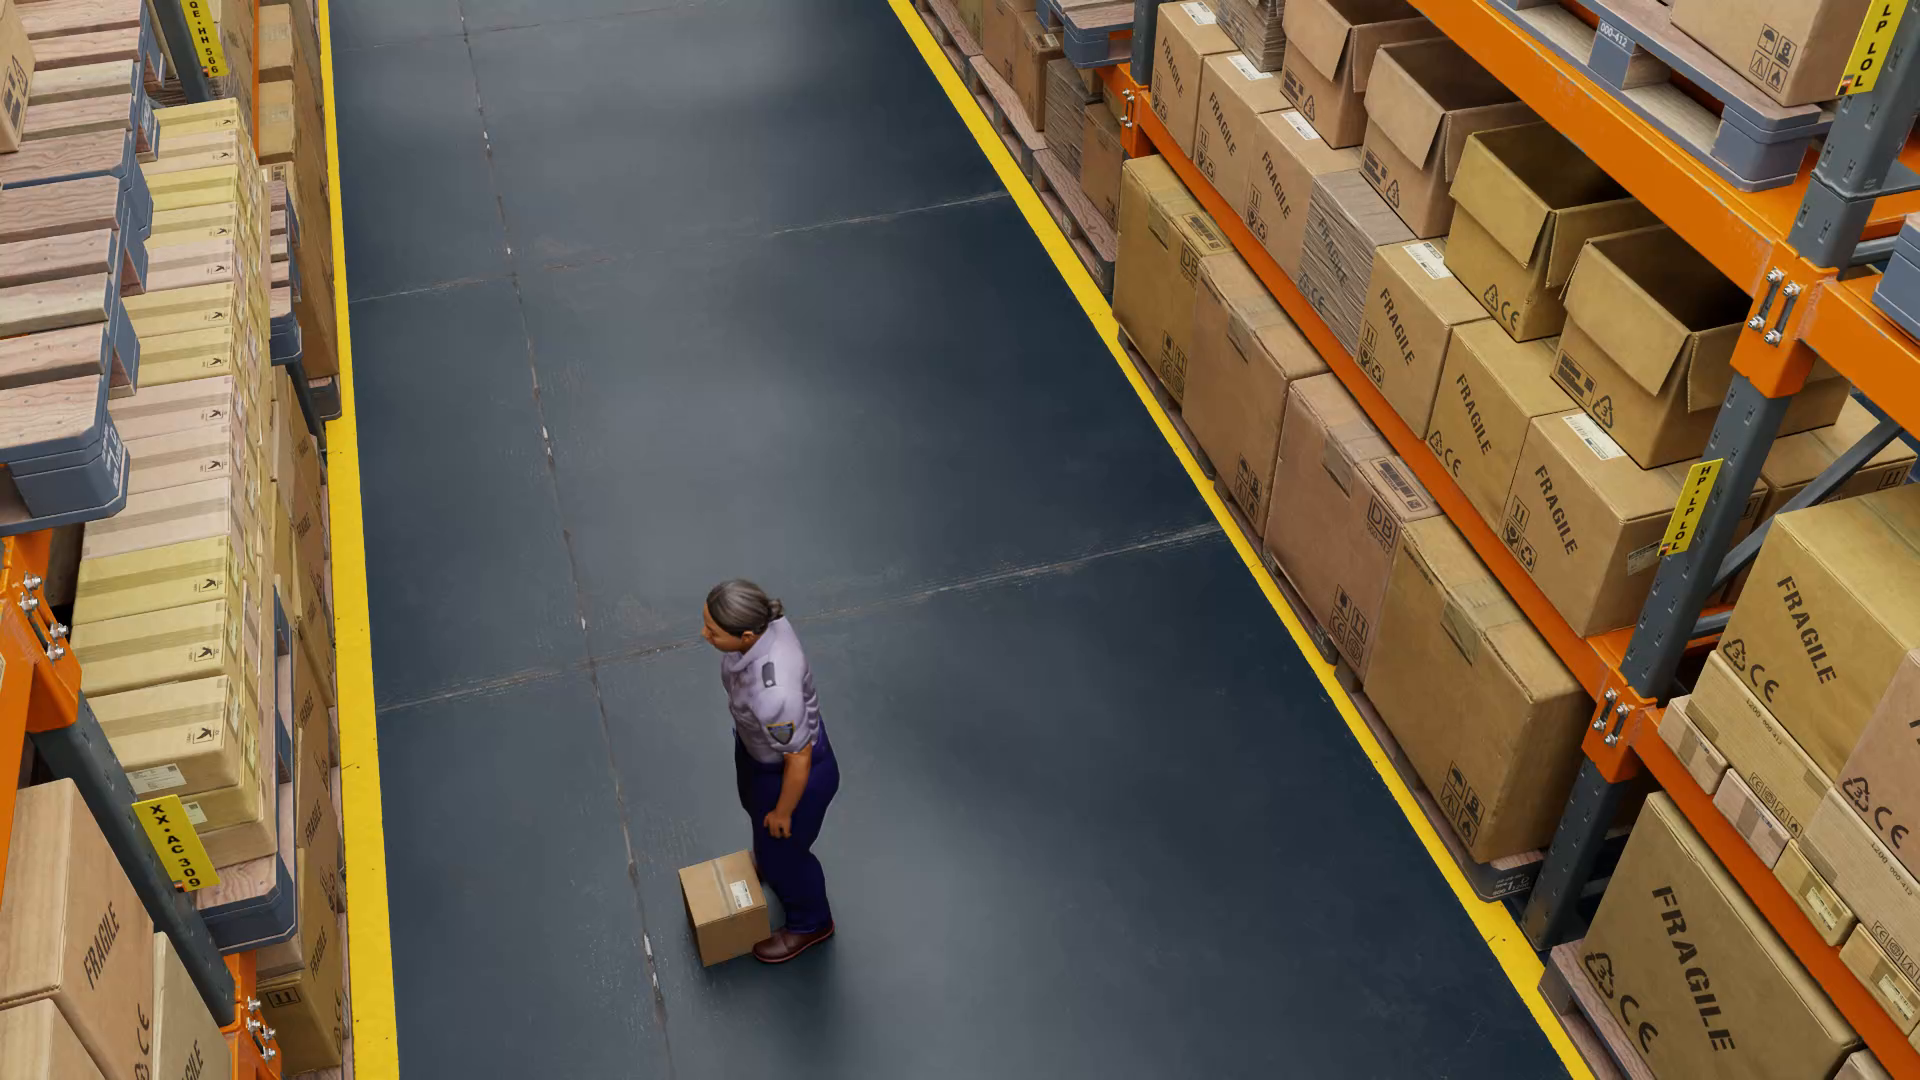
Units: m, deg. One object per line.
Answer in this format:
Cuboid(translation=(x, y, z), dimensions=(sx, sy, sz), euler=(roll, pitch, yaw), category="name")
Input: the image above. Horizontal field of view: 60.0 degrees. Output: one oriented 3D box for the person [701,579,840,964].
Cuboid(translation=(-0.597, 0.715, 5.396), dimensions=(0.368, 1.638, 0.541), euler=(-12, 44, -13), category="person")
